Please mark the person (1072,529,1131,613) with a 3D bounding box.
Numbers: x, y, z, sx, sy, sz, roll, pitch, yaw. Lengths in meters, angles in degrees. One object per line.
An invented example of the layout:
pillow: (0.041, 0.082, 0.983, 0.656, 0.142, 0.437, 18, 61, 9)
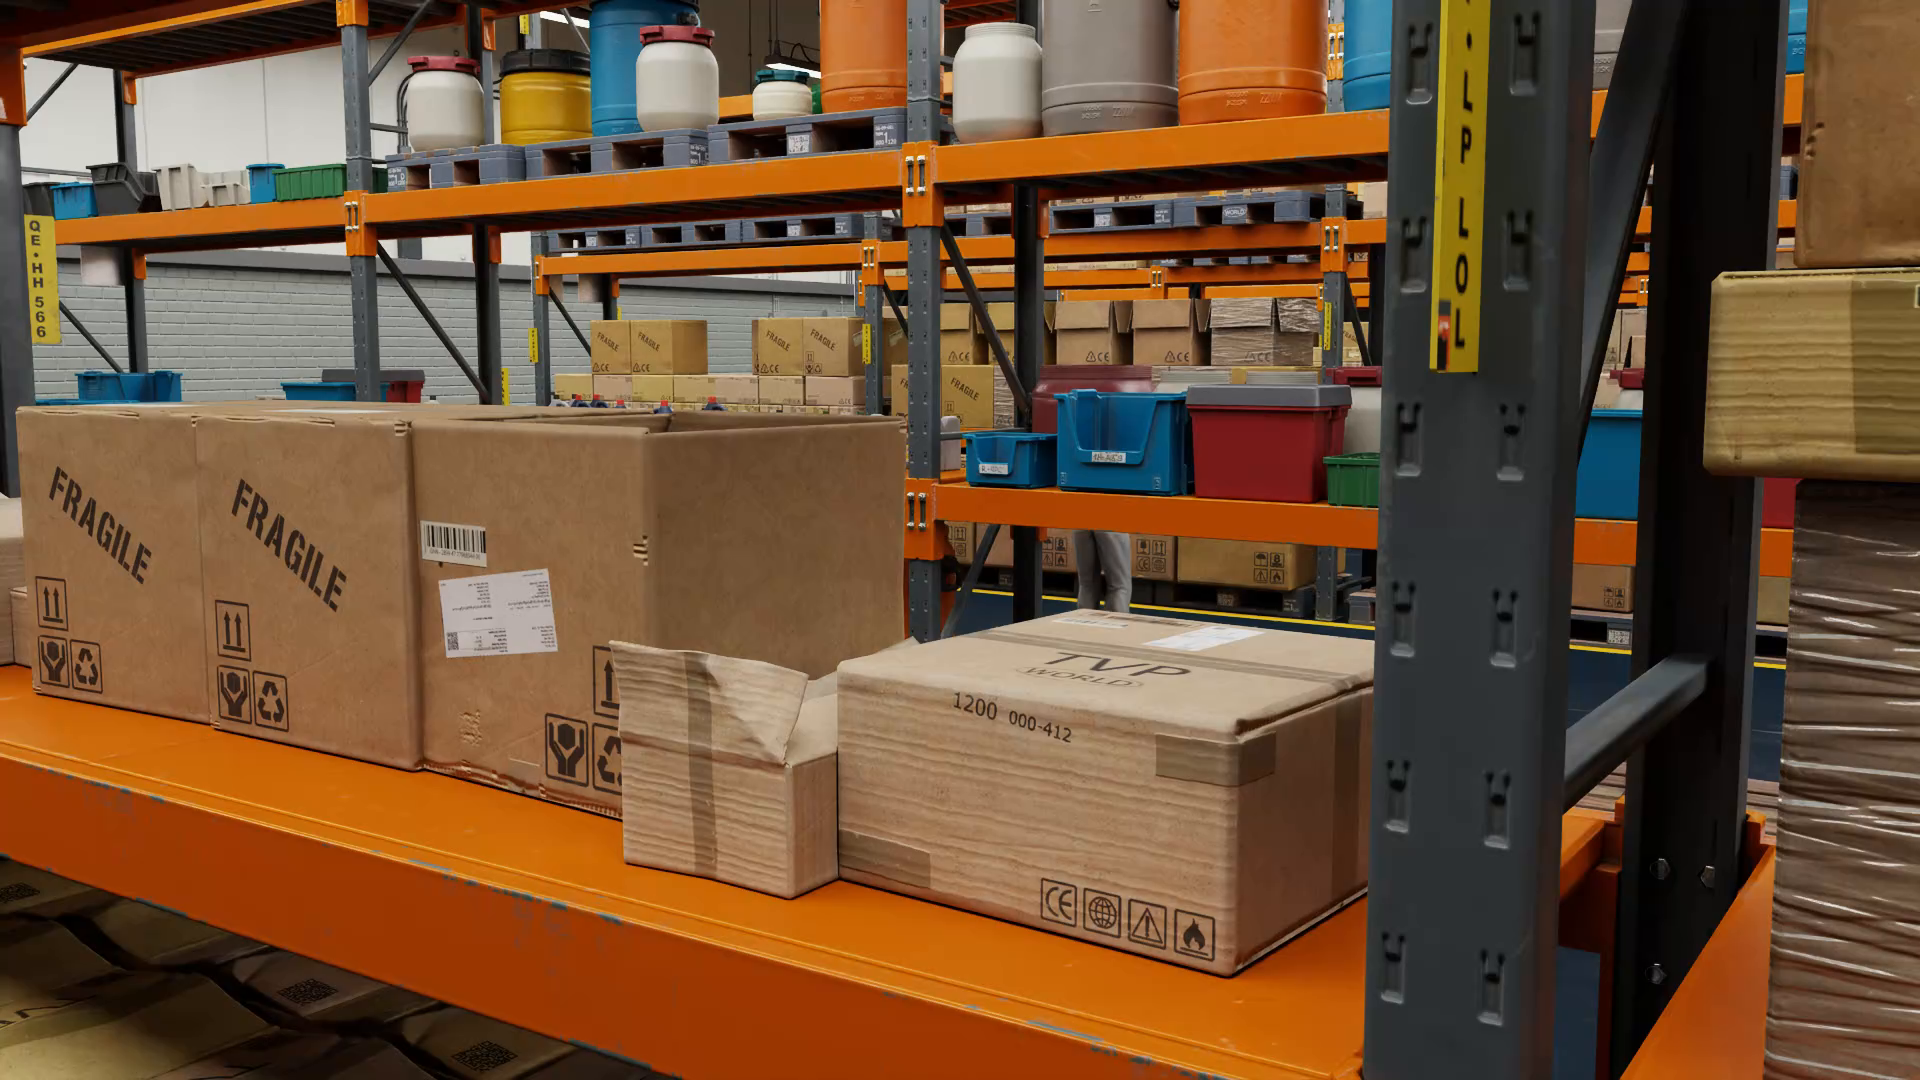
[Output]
person: (0.869, -0.061, 10.064, 0.437, 1.662, 0.554, 4, 8, 34)
